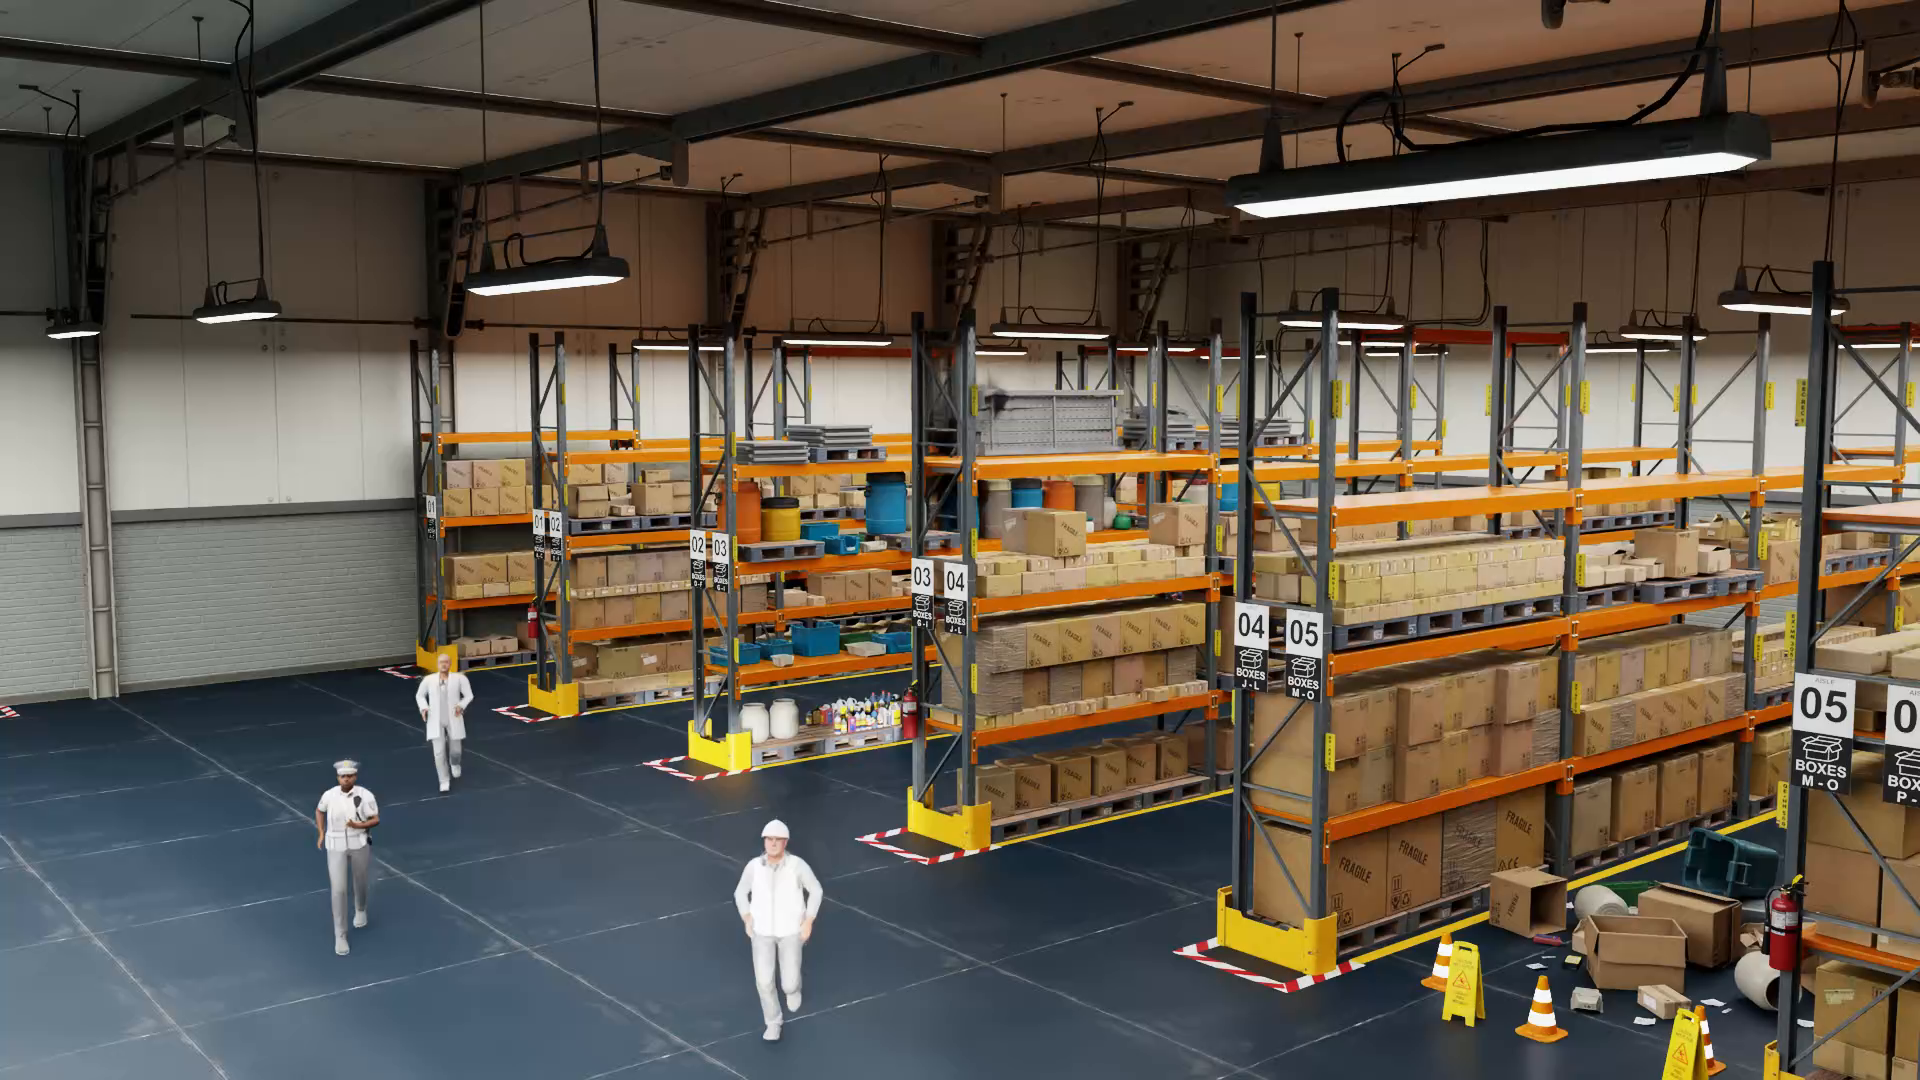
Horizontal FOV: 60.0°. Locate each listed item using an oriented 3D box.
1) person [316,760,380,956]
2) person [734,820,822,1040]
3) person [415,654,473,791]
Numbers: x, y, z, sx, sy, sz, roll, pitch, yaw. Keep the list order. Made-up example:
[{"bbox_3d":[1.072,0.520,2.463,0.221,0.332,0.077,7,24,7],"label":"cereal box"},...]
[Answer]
[{"bbox_3d":[-5.679,2.877,15.447,0.562,1.721,0.885,-2,6,-19],"label":"person"},{"bbox_3d":[-1.450,3.078,13.272,0.705,1.729,0.614,0,5,1],"label":"person"},{"bbox_3d":[-6.627,2.323,21.383,0.712,1.730,0.753,-1,5,-14],"label":"person"}]
